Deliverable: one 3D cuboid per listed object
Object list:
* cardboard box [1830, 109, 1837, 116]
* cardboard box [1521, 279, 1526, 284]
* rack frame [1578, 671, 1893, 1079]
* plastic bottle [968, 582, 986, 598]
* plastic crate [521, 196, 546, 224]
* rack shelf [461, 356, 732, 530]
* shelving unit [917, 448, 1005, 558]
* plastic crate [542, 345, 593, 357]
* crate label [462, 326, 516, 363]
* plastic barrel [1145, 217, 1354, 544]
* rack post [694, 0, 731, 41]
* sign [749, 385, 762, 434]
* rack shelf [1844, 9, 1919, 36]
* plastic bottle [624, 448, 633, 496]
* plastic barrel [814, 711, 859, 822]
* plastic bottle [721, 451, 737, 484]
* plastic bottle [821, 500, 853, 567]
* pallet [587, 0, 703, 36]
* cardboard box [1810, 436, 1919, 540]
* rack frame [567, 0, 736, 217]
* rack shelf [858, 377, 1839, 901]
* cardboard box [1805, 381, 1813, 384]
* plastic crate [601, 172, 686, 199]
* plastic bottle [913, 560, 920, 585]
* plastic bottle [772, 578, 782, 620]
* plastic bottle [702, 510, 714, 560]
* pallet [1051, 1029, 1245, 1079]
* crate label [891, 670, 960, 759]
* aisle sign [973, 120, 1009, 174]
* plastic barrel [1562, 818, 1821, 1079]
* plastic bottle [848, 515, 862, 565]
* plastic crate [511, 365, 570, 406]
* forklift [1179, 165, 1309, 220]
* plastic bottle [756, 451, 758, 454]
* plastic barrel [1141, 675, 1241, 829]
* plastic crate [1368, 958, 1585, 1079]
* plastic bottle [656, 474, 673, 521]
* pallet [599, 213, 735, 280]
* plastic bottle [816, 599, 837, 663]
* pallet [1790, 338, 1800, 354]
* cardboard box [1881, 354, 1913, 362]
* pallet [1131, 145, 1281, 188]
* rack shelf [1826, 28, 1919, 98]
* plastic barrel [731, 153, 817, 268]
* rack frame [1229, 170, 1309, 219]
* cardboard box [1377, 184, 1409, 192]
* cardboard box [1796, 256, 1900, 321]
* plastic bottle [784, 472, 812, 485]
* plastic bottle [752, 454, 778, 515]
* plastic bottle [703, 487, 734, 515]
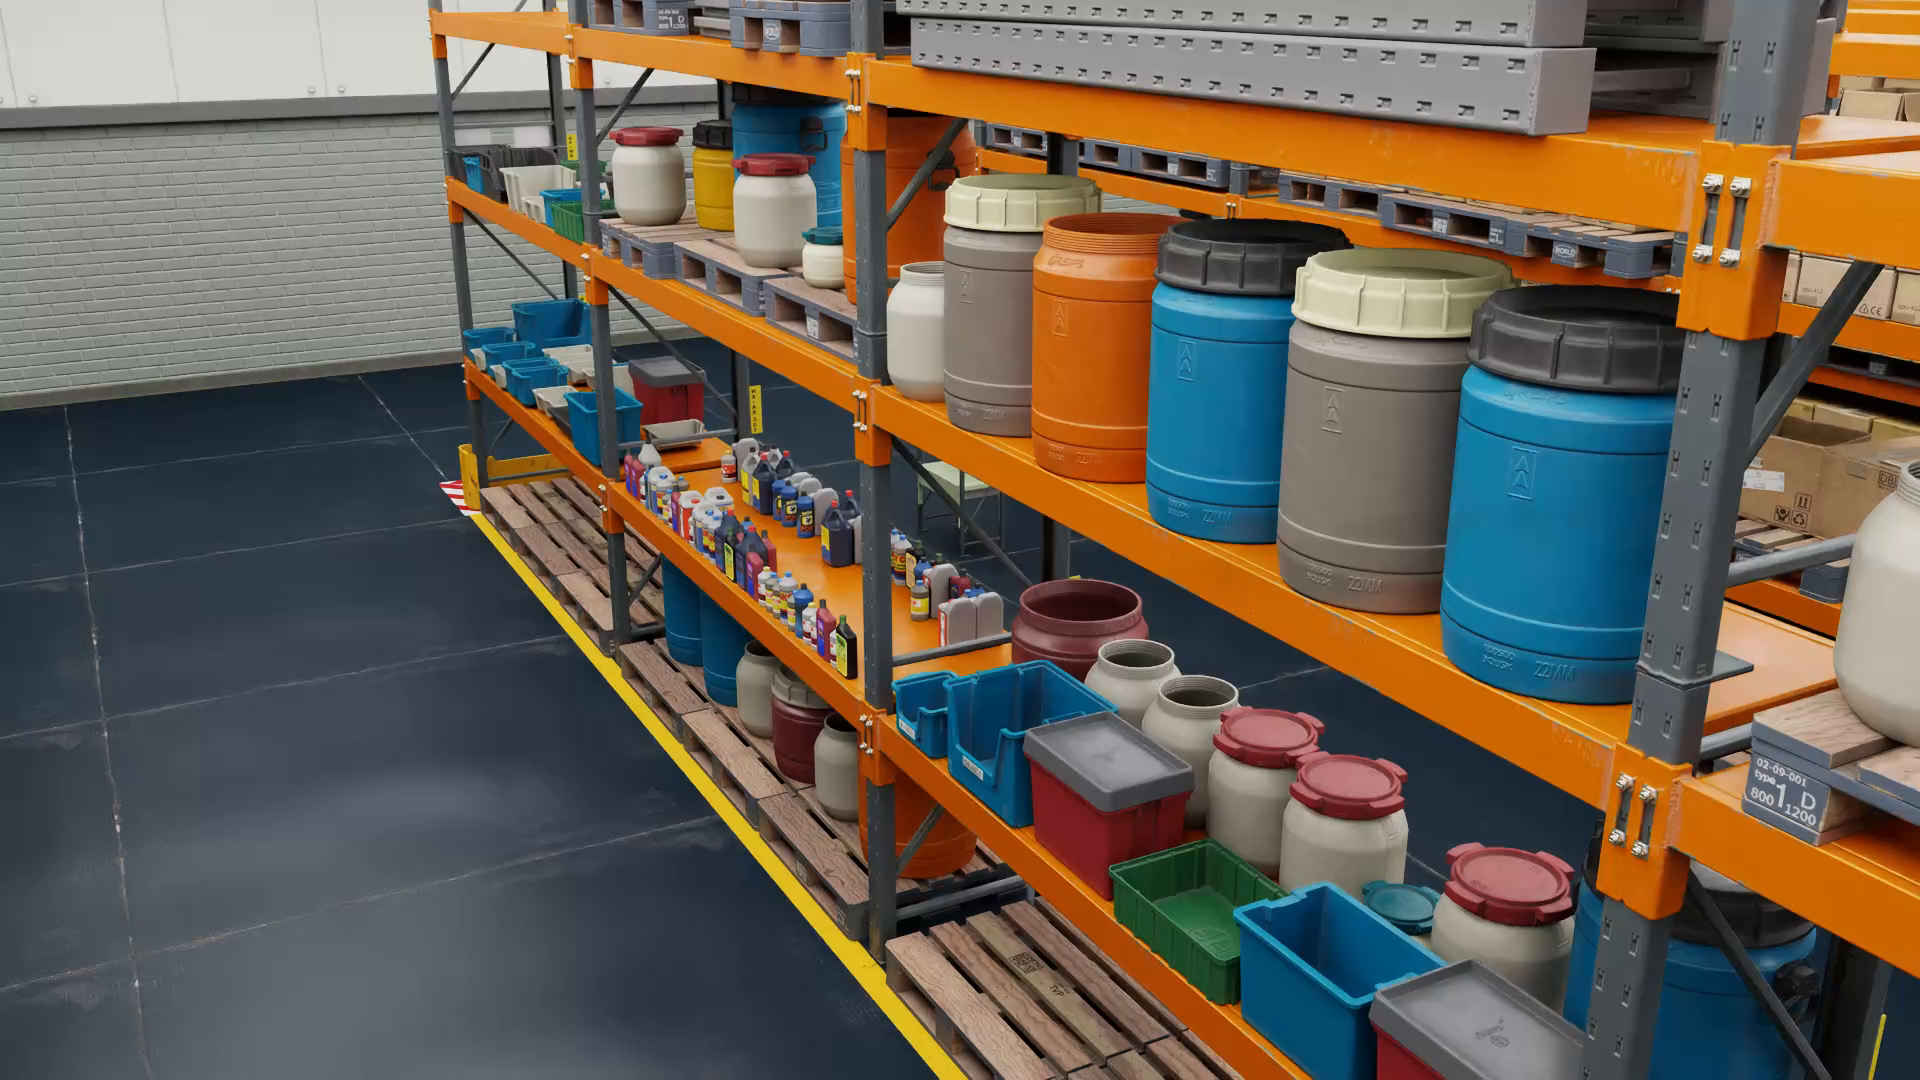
[{"bbox_3d":[7.144,-3.451,13.928,0.500,0.311,0.500,-10,22,-27],"label":"cardboard box"},{"bbox_3d":[5.727,-2.889,16.795,0.500,0.500,0.500,-11,22,-28],"label":"cardboard box"},{"bbox_3d":[1.938,1.641,4.277,1.000,3.000,0.127,-10,21,-27],"label":"rack frame"},{"bbox_3d":[0.086,0.342,8.239,0.097,0.271,0.097,0,19,0],"label":"plastic bottle"},{"bbox_3d":[-2.800,-2.255,11.373,0.293,0.136,0.466,-10,21,-27],"label":"plastic crate"},{"bbox_3d":[-2.811,-0.889,12.713,1.077,0.370,4.000,-10,21,-27],"label":"rack shelf"},{"bbox_3d":[0.003,-0.707,13.381,0.431,1.500,0.755,-10,21,-27],"label":"shelving unit"},{"bbox_3d":[-3.214,-1.501,13.696,0.396,0.136,0.243,-10,21,-27],"label":"plastic crate"},{"bbox_3d":[-3.933,-1.631,13.924,0.416,0.233,0.303,-10,21,-27],"label":"crate label"},{"bbox_3d":[0.884,-0.502,5.120,0.600,0.901,0.708,-10,21,-27],"label":"plastic barrel"},{"bbox_3d":[-0.788,-2.694,8.408,0.937,0.300,0.954,-8,20,-21],"label":"rack post"},{"bbox_3d":[-1.376,-0.871,11.132,0.100,0.325,0.005,-10,21,-27],"label":"sign"},{"bbox_3d":[7.860,-3.895,12.838,1.077,0.370,4.000,-10,21,-27],"label":"rack shelf"},{"bbox_3d":[-2.063,-0.429,10.455,0.061,0.283,0.133,-10,21,-27],"label":"plastic bottle"},{"bbox_3d":[-0.556,1.184,8.771,0.421,0.512,0.421,0,19,0],"label":"plastic barrel"},{"bbox_3d":[-1.491,-0.474,10.710,0.097,0.201,0.097,0,19,0],"label":"plastic bottle"},{"bbox_3d":[-0.684,-0.041,9.226,0.144,0.351,0.185,-10,21,-27],"label":"plastic bottle"},{"bbox_3d":[-1.441,-2.980,9.375,1.003,0.211,1.213,-10,21,-27],"label":"pallet"},{"bbox_3d":[5.042,-0.227,8.892,0.700,0.500,0.500,-7,20,-19],"label":"cardboard box"},{"bbox_3d":[-1.861,-3.491,9.954,1.000,3.000,0.127,-10,21,-27],"label":"rack frame"},{"bbox_3d":[0.988,-0.011,5.569,1.077,0.370,4.000,-10,21,-27],"label":"rack shelf"},{"bbox_3d":[7.487,-1.359,15.009,0.500,0.250,0.500,-11,22,-28],"label":"cardboard box"},{"bbox_3d":[-2.210,-2.411,11.621,0.497,0.269,0.590,-10,21,-27],"label":"plastic crate"},{"bbox_3d":[-0.197,0.204,8.747,0.097,0.201,0.097,0,19,0],"label":"plastic bottle"},{"bbox_3d":[-0.909,0.295,8.483,0.097,0.201,0.097,0,19,0],"label":"plastic bottle"},{"bbox_3d":[-1.396,-0.033,9.325,0.097,0.271,0.097,0,19,0],"label":"plastic bottle"},{"bbox_3d":[0.947,2.389,6.384,1.003,0.211,1.213,-10,21,-27],"label":"pallet"},{"bbox_3d":[-0.092,0.751,7.113,0.303,0.233,0.416,-10,21,-27],"label":"crate label"},{"bbox_3d":[0.300,-3.774,15.984,0.394,0.787,0.004,-10,21,-27],"label":"aisle sign"},{"bbox_3d":[2.021,1.246,4.652,0.600,0.901,0.708,-10,21,-27],"label":"plastic barrel"},{"bbox_3d":[-0.541,-0.021,9.284,0.152,0.276,0.135,-10,21,-27],"label":"plastic bottle"},{"bbox_3d":[-3.166,-1.167,12.579,0.416,0.233,0.300,-10,21,-27],"label":"plastic crate"},{"bbox_3d":[2.978,-2.725,17.036,1.130,2.935,3.031,-10,22,-28],"label":"forklift"},{"bbox_3d":[-1.311,-0.469,10.698,0.097,0.201,0.097,0,19,0],"label":"plastic bottle"},{"bbox_3d":[0.915,0.823,6.476,0.421,0.512,0.421,0,19,0],"label":"plastic barrel"},{"bbox_3d":[1.438,1.519,4.532,0.402,0.464,0.583,-10,21,-27],"label":"plastic crate"},{"bbox_3d":[-1.772,-0.260,9.984,0.097,0.271,0.097,0,19,0],"label":"plastic bottle"},{"bbox_3d":[-1.403,-1.774,9.866,1.213,0.211,1.003,-10,21,-27],"label":"pallet"},{"bbox_3d":[-0.639,0.432,7.961,0.061,0.283,0.133,-10,21,-27],"label":"plastic bottle"},{"bbox_3d":[7.146,-1.829,14.628,1.003,0.211,1.213,-10,21,-27],"label":"pallet"},{"bbox_3d":[7.567,-1.533,13.216,0.380,0.149,0.250,-9,21,-25],"label":"cardboard box"},{"bbox_3d":[2.118,-3.035,13.366,1.003,0.211,1.213,-10,21,-27],"label":"pallet"},{"bbox_3d":[5.347,-2.007,7.368,1.077,0.370,4.000,-10,21,-27],"label":"rack shelf"},{"bbox_3d":[-0.936,-1.673,8.432,0.433,0.535,0.433,0,19,0],"label":"plastic barrel"},{"bbox_3d":[2.498,-1.423,13.156,1.000,3.000,0.127,-10,21,-27],"label":"rack frame"},{"bbox_3d":[3.073,-2.470,11.333,0.380,0.149,0.250,-11,22,-29],"label":"cardboard box"},{"bbox_3d":[4.640,-1.300,8.431,0.500,0.250,0.500,-9,21,-25],"label":"cardboard box"},{"bbox_3d":[-0.977,-0.284,10.046,0.152,0.276,0.135,-10,21,-27],"label":"plastic bottle"},{"bbox_3d":[-1.176,-0.344,10.104,0.144,0.351,0.185,-10,21,-27],"label":"plastic bottle"},{"bbox_3d":[-1.403,-0.163,9.694,0.152,0.276,0.135,-10,21,-27],"label":"plastic bottle"}]
